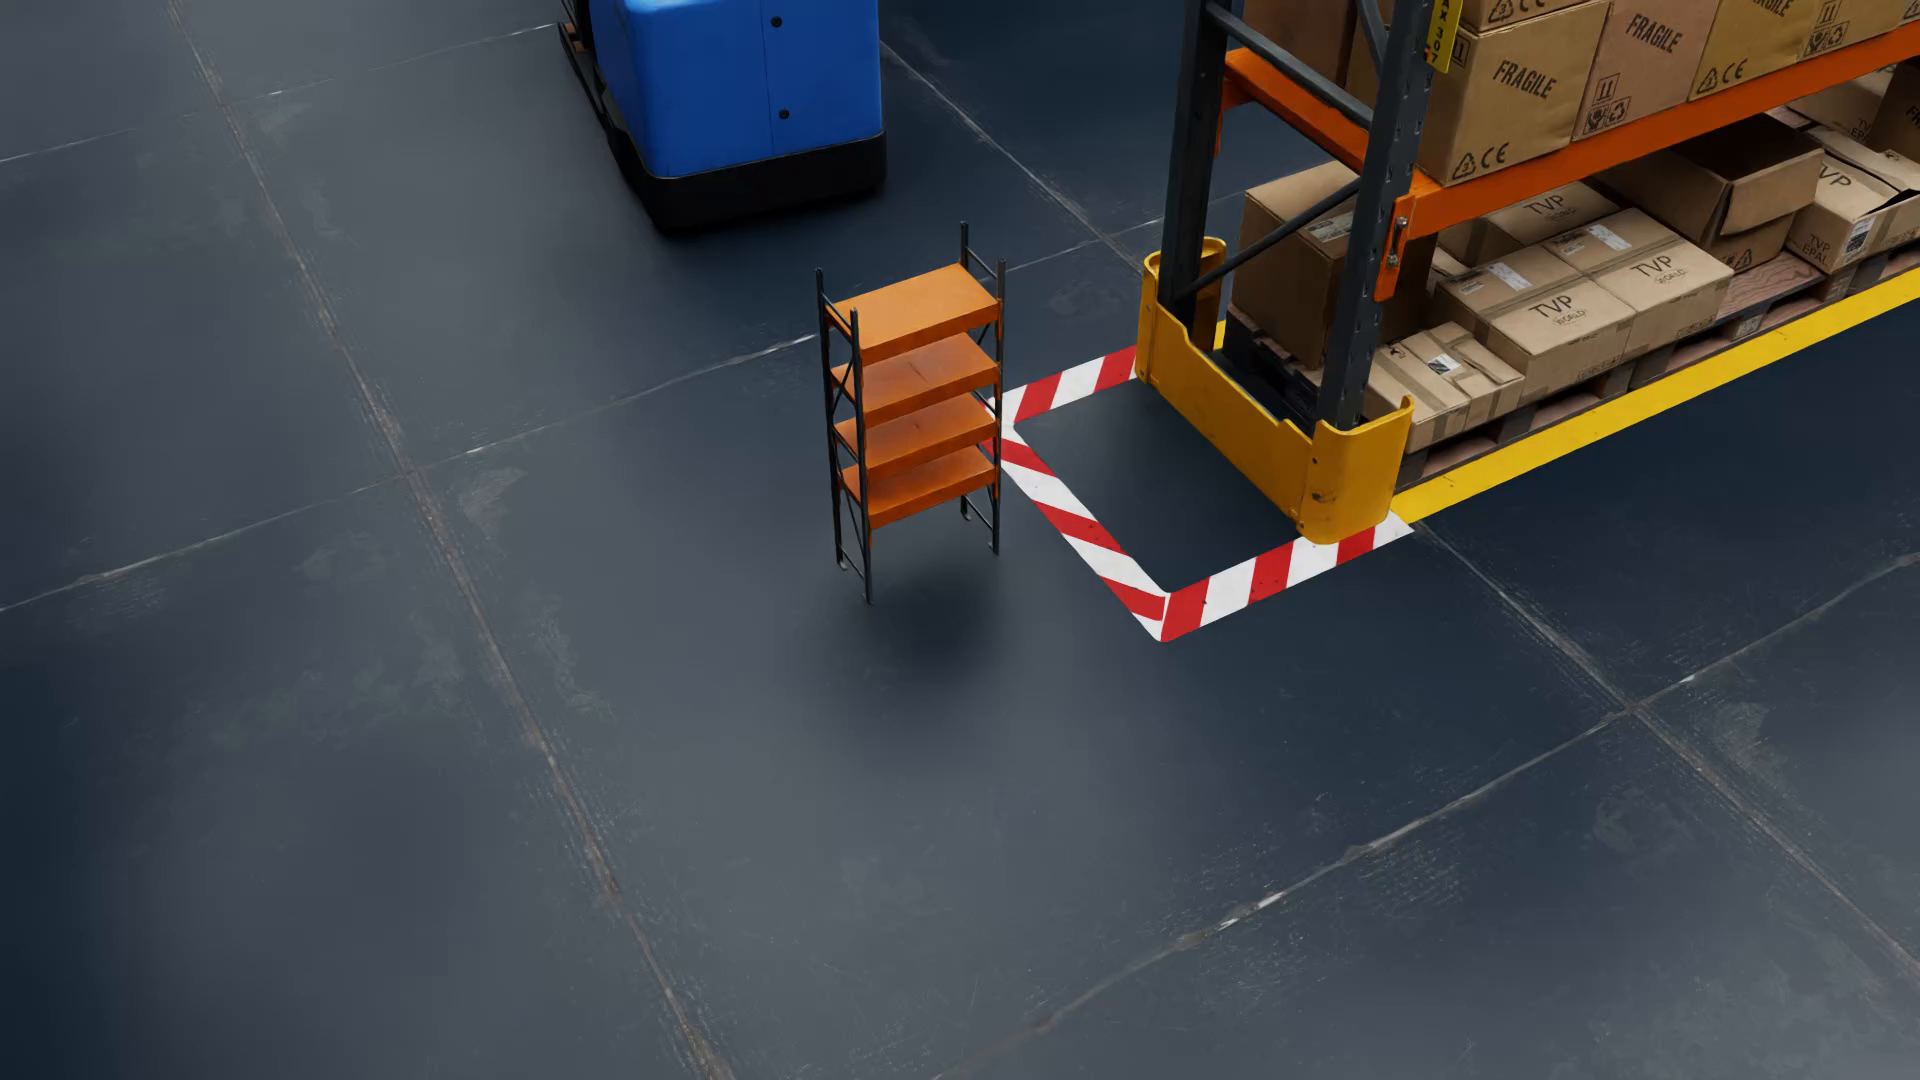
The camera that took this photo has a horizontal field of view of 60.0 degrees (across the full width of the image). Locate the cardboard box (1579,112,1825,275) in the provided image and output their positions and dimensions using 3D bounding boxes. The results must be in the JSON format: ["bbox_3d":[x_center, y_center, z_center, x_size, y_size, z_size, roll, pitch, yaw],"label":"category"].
[{"bbox_3d":[2.865,-1.422,6.539,0.637,0.503,0.797,-22,48,-21],"label":"cardboard box"}]

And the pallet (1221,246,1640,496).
[{"bbox_3d":[1.780,-0.730,6.351,1.213,0.211,1.003,-22,48,-21],"label":"pallet"}]

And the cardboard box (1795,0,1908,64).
[{"bbox_3d":[2.855,-1.985,5.570,0.500,0.500,0.500,-21,48,-20],"label":"cardboard box"}]

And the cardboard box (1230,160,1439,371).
[{"bbox_3d":[1.372,-1.026,6.132,0.500,0.500,0.500,-22,48,-21],"label":"cardboard box"}]

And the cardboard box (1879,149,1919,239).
[{"bbox_3d":[3.844,-1.415,6.785,0.250,0.149,0.380,-22,48,-21],"label":"cardboard box"}]

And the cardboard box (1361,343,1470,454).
[{"bbox_3d":[1.558,-0.500,5.843,0.250,0.149,0.380,-22,48,-21],"label":"cardboard box"}]

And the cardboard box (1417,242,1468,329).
[{"bbox_3d":[1.768,-0.992,6.337,0.250,0.166,0.380,-22,48,-21],"label":"cardboard box"}]

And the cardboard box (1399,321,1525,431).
[{"bbox_3d":[1.775,-0.593,5.926,0.250,0.166,0.380,-22,48,-21],"label":"cardboard box"}]

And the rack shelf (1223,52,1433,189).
[{"bbox_3d":[2.758,-1.933,5.965,3.809,0.124,0.919,-22,48,-21],"label":"rack shelf"}]

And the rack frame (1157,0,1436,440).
[{"bbox_3d":[1.024,-1.428,5.067,0.127,3.000,1.000,-22,48,-21],"label":"rack frame"}]

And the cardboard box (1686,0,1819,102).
[{"bbox_3d":[2.421,-1.813,5.392,0.500,0.500,0.500,-22,48,-21],"label":"cardboard box"}]

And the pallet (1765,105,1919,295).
[{"bbox_3d":[3.896,-1.577,7.223,1.213,0.211,1.003,-22,48,-21],"label":"pallet"}]

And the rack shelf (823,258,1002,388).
[{"bbox_3d":[-0.144,-0.655,4.999,0.480,0.148,0.258,-22,48,-21],"label":"rack shelf"}]

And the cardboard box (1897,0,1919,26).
[{"bbox_3d":[3.296,-2.164,5.754,0.500,0.500,0.500,-21,48,-20],"label":"cardboard box"}]

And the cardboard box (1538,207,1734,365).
[{"bbox_3d":[2.503,-0.963,6.247,0.500,0.250,0.500,-22,48,-21],"label":"cardboard box"}]

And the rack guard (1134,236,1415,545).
[{"bbox_3d":[1.089,-0.557,5.965,0.348,0.500,1.175,-22,48,-21],"label":"rack guard"}]

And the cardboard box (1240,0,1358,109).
[{"bbox_3d":[1.276,-1.783,5.362,0.500,0.500,0.500,-20,48,-20],"label":"cardboard box"}]

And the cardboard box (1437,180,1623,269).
[{"bbox_3d":[2.211,-1.248,6.540,0.500,0.250,0.500,-22,48,-21],"label":"cardboard box"}]

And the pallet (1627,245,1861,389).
[{"bbox_3d":[2.837,-1.151,6.784,1.213,0.211,1.003,-22,48,-21],"label":"pallet"}]

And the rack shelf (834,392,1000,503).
[{"bbox_3d":[-0.144,-0.325,5.320,0.480,0.148,0.258,-22,48,-21],"label":"rack shelf"}]

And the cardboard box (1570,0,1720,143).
[{"bbox_3d":[1.984,-1.640,5.215,0.500,0.500,0.500,-22,48,-21],"label":"cardboard box"}]

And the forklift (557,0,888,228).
[{"bbox_3d":[-1.328,-3.405,7.154,1.130,2.935,3.031,-15,46,-15],"label":"forklift"}]

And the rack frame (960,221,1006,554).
[{"bbox_3d":[0.068,-0.458,5.360,0.015,1.200,0.240,-22,48,-21],"label":"rack frame"}]

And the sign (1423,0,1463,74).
[{"bbox_3d":[1.294,-1.411,4.428,0.005,0.325,0.100,-22,48,-21],"label":"sign"}]

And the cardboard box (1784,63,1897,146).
[{"bbox_3d":[4.020,-1.993,7.265,0.500,0.311,0.500,-22,48,-21],"label":"cardboard box"}]

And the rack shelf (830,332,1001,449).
[{"bbox_3d":[-0.144,-0.485,5.164,0.480,0.148,0.258,-22,48,-21],"label":"rack shelf"}]

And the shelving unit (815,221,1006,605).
[{"bbox_3d":[-0.144,-0.373,5.273,0.503,1.200,0.258,-22,48,-21],"label":"shelving unit"}]

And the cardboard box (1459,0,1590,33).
[{"bbox_3d":[1.540,-1.817,4.679,0.500,0.500,0.500,-20,48,-20],"label":"cardboard box"}]

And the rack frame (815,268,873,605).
[{"bbox_3d":[-0.355,-0.288,5.186,0.015,1.200,0.240,-22,48,-21],"label":"rack frame"}]

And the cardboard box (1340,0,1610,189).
[{"bbox_3d":[1.540,-1.458,5.027,0.500,0.500,0.500,-21,48,-20],"label":"cardboard box"}]

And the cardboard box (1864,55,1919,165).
[{"bbox_3d":[4.139,-1.707,6.834,0.500,0.500,0.500,-22,48,-21],"label":"cardboard box"}]

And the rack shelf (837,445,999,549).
[{"bbox_3d":[-0.144,-0.182,5.458,0.480,0.148,0.258,-22,48,-21],"label":"rack shelf"}]

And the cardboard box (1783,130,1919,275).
[{"bbox_3d":[3.489,-1.379,6.632,0.500,0.311,0.500,-22,48,-21],"label":"cardboard box"}]
